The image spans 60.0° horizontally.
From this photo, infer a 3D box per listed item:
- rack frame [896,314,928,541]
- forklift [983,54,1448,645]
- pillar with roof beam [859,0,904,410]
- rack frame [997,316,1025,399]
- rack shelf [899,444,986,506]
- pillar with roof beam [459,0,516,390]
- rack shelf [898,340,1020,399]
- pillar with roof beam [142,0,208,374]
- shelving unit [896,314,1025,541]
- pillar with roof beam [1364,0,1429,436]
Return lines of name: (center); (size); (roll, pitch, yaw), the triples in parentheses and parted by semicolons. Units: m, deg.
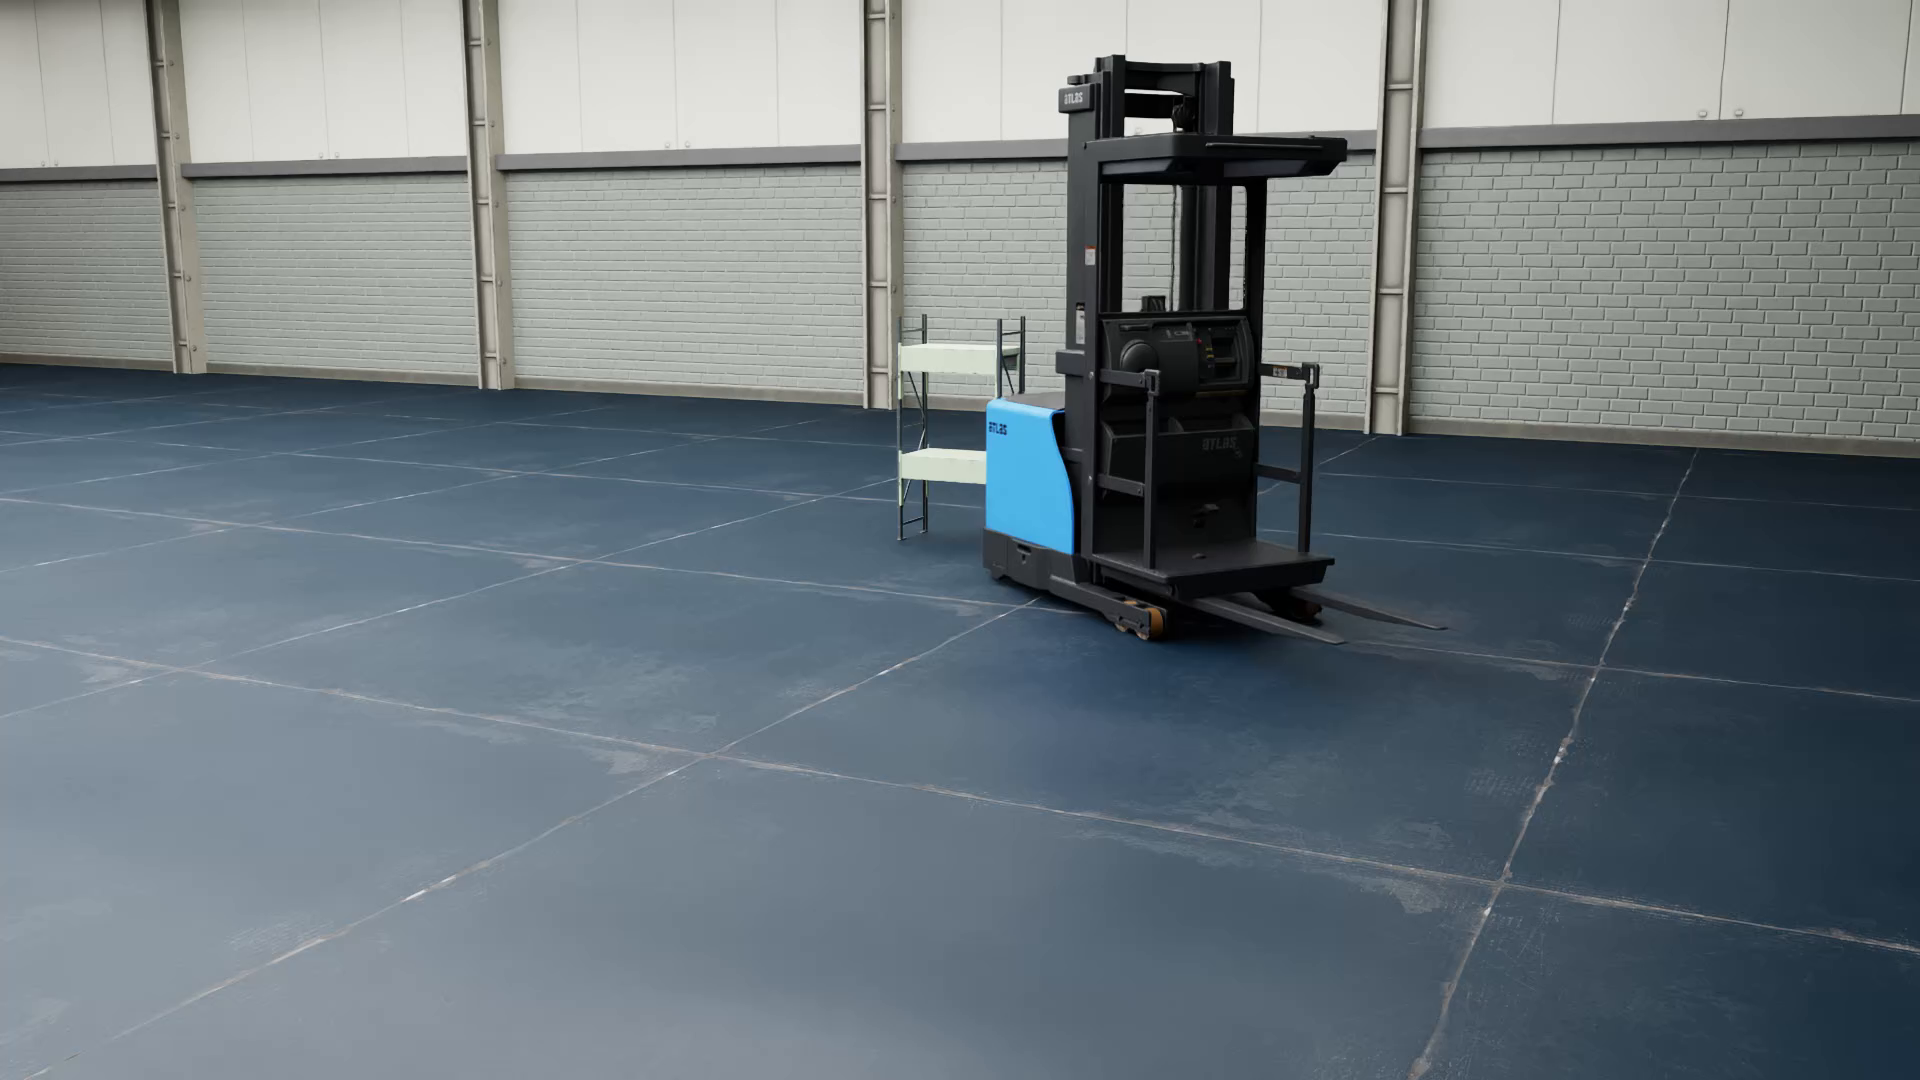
rack frame: (-0.322, -0.766, 11.253); (0.023, 1.500, 0.400); (5, 11, 26)
forklift: (1.271, -1.027, 8.675); (1.130, 2.935, 3.031); (-5, 12, -27)
pillar with roof beam: (-2.823, -5.334, 15.434); (0.400, 9.000, 9.100); (5, 11, 26)
rack frame: (0.334, -0.709, 10.934); (0.023, 1.500, 0.400); (5, 11, 26)
rack shelf: (0.006, -0.417, 11.152); (0.720, 0.370, 0.431); (5, 11, 26)
pillar with roof beam: (-8.203, -5.807, 18.046); (0.400, 9.000, 9.100); (5, 11, 26)
rack shelf: (0.006, -1.122, 11.024); (0.720, 0.370, 0.431); (5, 11, 26)
pillar with roof beam: (-13.584, -6.279, 20.659); (0.400, 9.000, 9.100); (5, 11, 26)
shelving unit: (0.006, -0.737, 11.094); (0.755, 1.500, 0.431); (5, 11, 26)
pillar with roof beam: (2.558, -4.861, 12.821); (0.400, 9.000, 9.100); (5, 11, 26)
